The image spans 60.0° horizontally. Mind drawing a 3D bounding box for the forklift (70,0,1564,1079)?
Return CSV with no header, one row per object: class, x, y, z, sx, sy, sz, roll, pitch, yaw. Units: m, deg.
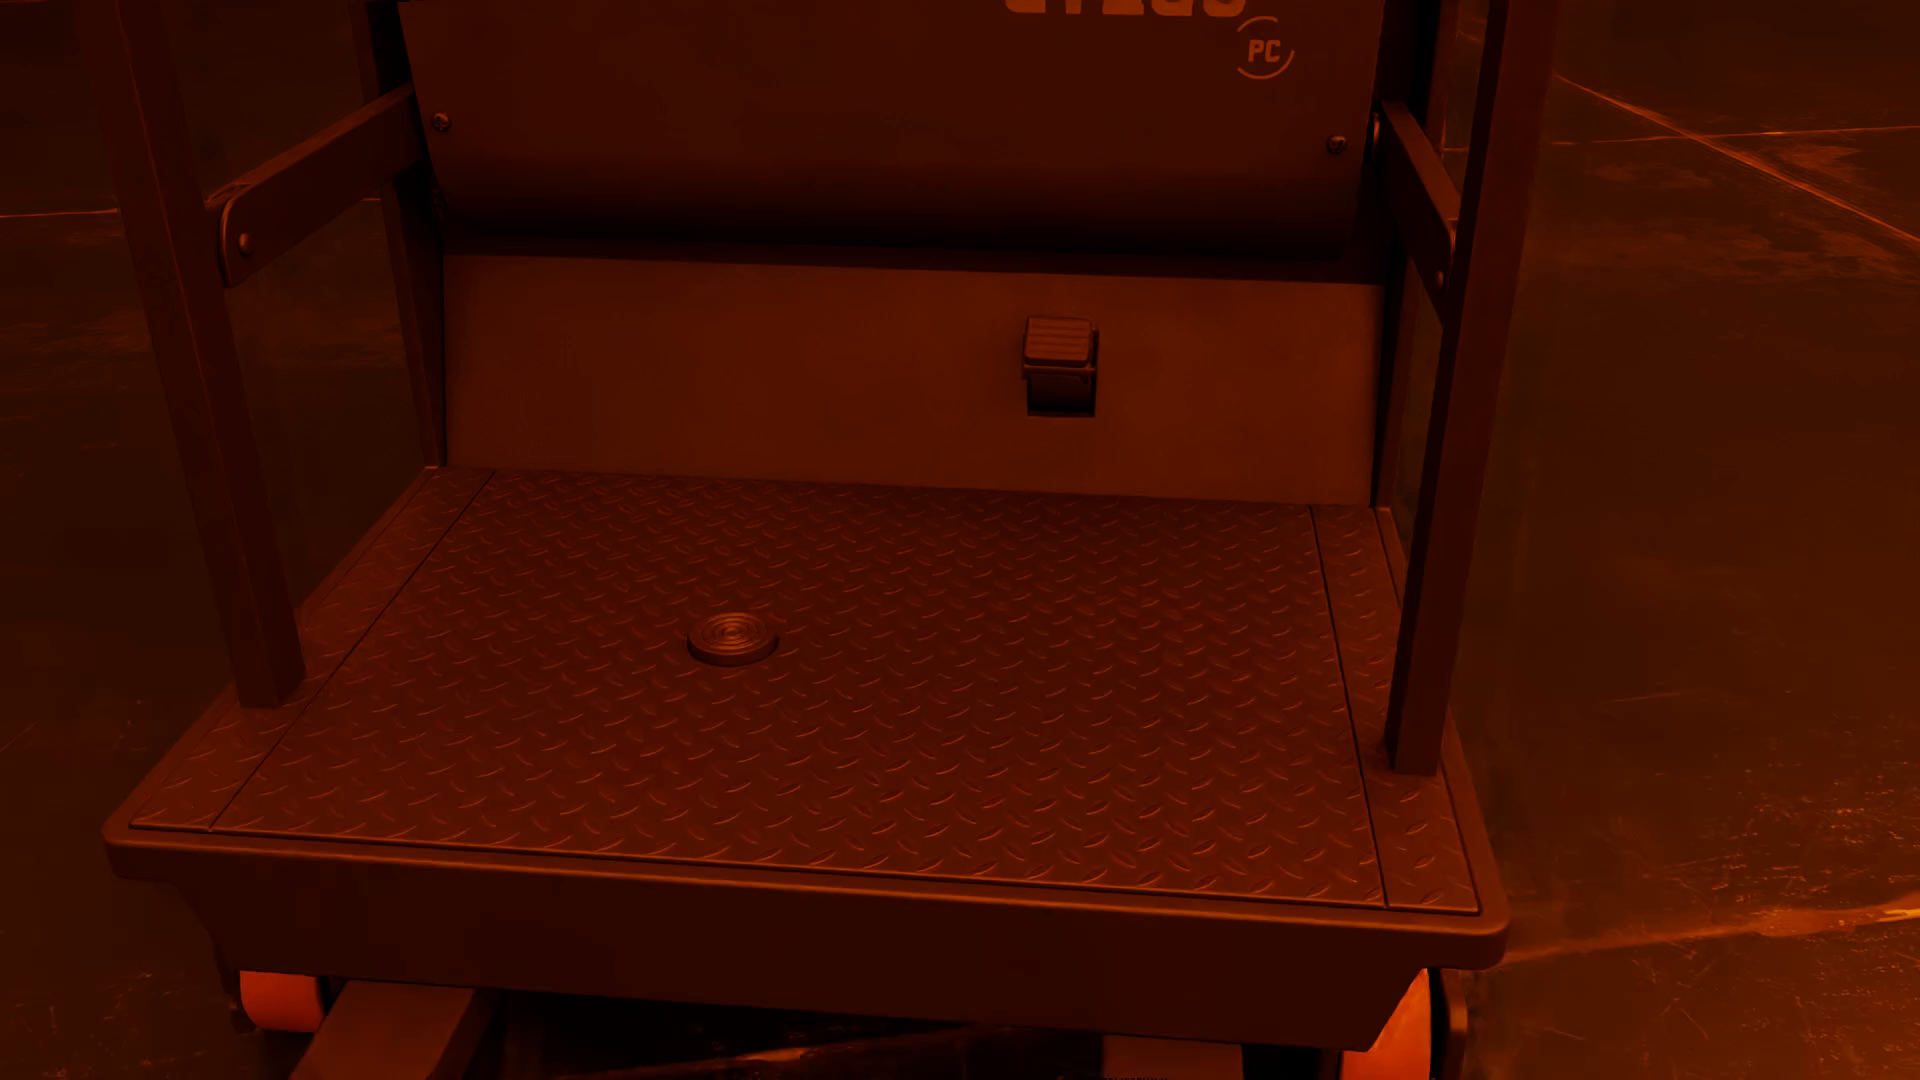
forklift,-0.091,-0.941,1.147,1.130,2.935,3.031,3,28,5
